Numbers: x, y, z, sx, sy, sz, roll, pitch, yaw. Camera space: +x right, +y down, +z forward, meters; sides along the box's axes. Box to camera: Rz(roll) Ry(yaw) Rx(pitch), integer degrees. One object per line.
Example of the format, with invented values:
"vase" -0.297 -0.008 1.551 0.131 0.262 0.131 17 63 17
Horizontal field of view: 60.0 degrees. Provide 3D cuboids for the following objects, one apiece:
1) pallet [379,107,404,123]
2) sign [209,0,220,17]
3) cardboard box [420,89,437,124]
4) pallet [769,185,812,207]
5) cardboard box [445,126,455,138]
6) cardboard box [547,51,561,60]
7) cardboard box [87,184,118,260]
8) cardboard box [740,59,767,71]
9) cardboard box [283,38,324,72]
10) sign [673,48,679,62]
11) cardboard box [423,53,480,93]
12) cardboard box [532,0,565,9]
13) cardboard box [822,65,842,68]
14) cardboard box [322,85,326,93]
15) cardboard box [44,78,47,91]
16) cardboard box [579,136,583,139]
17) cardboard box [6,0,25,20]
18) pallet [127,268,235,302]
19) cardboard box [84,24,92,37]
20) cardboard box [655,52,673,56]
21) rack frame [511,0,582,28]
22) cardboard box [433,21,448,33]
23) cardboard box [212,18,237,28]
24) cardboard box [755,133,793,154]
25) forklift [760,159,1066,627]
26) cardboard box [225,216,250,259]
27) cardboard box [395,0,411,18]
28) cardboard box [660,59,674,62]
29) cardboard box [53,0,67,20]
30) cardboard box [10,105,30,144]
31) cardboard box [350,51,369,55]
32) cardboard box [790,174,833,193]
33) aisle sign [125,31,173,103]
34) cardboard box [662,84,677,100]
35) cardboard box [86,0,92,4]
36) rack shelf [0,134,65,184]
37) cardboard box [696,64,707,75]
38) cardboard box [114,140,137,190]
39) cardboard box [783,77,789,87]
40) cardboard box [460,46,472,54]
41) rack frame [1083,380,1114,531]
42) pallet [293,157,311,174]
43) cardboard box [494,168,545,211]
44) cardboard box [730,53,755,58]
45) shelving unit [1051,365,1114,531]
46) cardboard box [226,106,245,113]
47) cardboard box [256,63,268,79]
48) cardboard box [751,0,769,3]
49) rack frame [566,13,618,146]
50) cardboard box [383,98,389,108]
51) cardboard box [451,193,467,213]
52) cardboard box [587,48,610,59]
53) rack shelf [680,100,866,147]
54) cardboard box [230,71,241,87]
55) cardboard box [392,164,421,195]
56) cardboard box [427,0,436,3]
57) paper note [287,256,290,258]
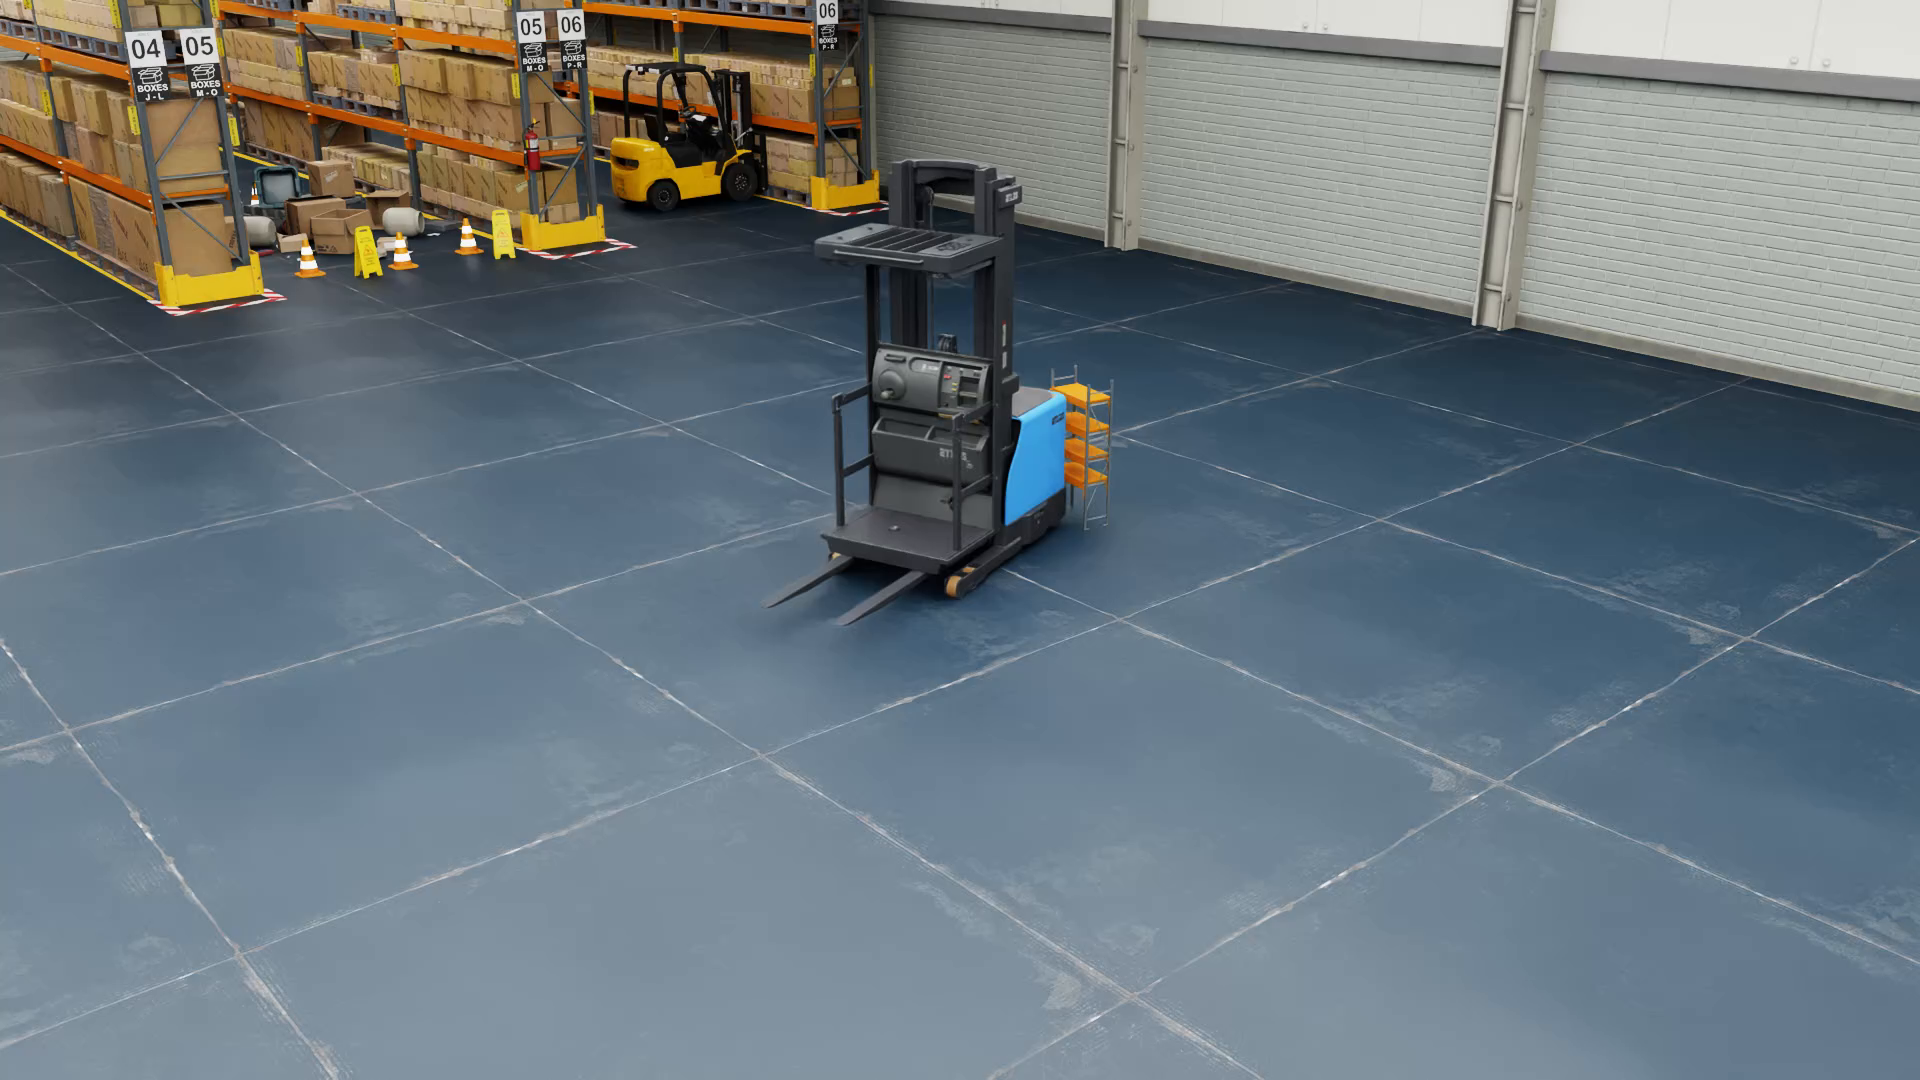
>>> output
"pallet" -8.609 -6.879 26.698 1.003 0.211 1.213 -17 27 -37
"sign" -8.869 -6.382 19.746 0.100 0.325 0.005 -17 27 -37
"cardboard box" -7.799 -6.587 25.143 0.500 0.500 0.500 -18 27 -38
"pallet" -2.382 -5.703 27.256 1.003 0.211 1.213 -17 27 -37
"cardboard box" -7.430 -6.087 24.756 0.380 0.149 0.250 -17 27 -37
"cardboard box" -8.007 -9.351 32.375 0.500 0.250 0.500 -19 28 -40
"cardboard box" -10.956 -4.284 22.147 0.875 0.875 0.875 -17 27 -37
"cardboard box" -3.402 -7.832 27.433 0.380 0.149 0.250 -17 27 -37
"cardboard box" -11.367 -8.421 28.862 0.500 0.500 0.500 -18 28 -39
"sign" -4.867 -8.276 28.522 0.100 0.325 0.005 -17 27 -37
"cardboard box" -7.473 -6.909 24.594 0.700 0.500 0.500 -18 28 -39
"cardboard box" -5.687 -7.415 22.942 0.380 0.149 0.250 -18 27 -38
"cardboard box" -2.035 -7.519 26.635 0.380 0.149 0.250 -16 27 -36
"cardboard box" -10.601 -7.686 28.264 0.380 0.149 0.250 -20 29 -41
"cardboard box" -12.233 -6.164 23.102 0.700 0.500 0.500 -18 28 -38
"cardboard box" -7.512 -8.108 32.423 0.500 0.500 0.500 -16 27 -36
"cardboard box" -12.877 -7.374 23.078 0.500 0.250 0.500 -18 28 -38
"pallet" -9.875 -3.315 21.159 1.003 0.211 1.213 -17 27 -37
"cardboard box" -10.432 -6.226 20.285 0.380 0.149 0.250 -18 28 -38
"cardboard box" -5.321 -8.767 30.228 0.380 0.149 0.250 -18 27 -38
"rack frame" -5.609 -8.411 22.120 1.000 3.000 0.127 -17 27 -37
"cardboard box" -7.428 -7.481 24.202 0.380 0.149 0.250 -18 28 -38
"cardboard box" -13.884 -9.757 31.383 0.380 0.149 0.250 -18 28 -38
"cardboard box" -3.063 -6.511 27.318 0.500 0.250 0.500 -17 27 -37
"forklift" -0.320 -1.133 11.857 1.130 2.935 3.031 12 24 27
"cardboard box" -10.114 -4.169 22.940 0.500 0.500 0.500 -12 25 -28
"cardboard box" -8.141 -8.001 24.985 0.500 0.250 0.500 -18 28 -39
"cardboard box" -5.036 -8.363 29.195 0.380 0.149 0.250 -18 28 -38
"cardboard box" -11.137 -6.744 21.061 0.500 0.250 0.500 -18 28 -38
"cardboard box" -13.440 -6.062 24.212 0.500 0.500 0.500 -18 28 -38
"cardboard box" -9.978 -8.009 28.198 0.500 0.500 0.500 -18 28 -38
"cardboard box" -2.397 -5.770 26.798 0.500 0.250 0.500 -17 27 -37
"aisle sign" -9.474 -5.531 19.427 0.394 0.787 0.004 -17 27 -37
"cardboard box" -4.990 -7.913 29.279 0.500 0.250 0.500 -17 27 -36
"cardboard box" -10.270 -6.528 19.963 0.380 0.149 0.250 -17 27 -37
"rack shelf" -13.210 -5.734 24.497 1.077 0.370 4.000 -17 27 -37
"cardboard box" -4.283 -8.032 28.352 0.380 0.149 0.250 -17 27 -36
"cardboard box" -9.945 -4.720 20.715 0.875 0.550 0.550 -17 27 -37
"cardboard box" -2.602 -7.328 26.554 0.380 0.149 0.250 -17 27 -36
"cardboard box" -10.202 -10.267 34.882 0.500 0.250 0.500 -17 27 -36
"rack frame" 1.082 -0.658 13.018 0.240 1.200 0.015 -13 25 -29
"pallet" -11.289 -6.765 29.967 1.003 0.211 1.213 -17 27 -37
"cardboard box" -6.330 -5.041 23.909 0.500 0.500 0.500 -17 27 -37
"cardboard box" -3.710 -8.227 28.442 0.380 0.149 0.250 -18 28 -38
"shelving unit" 0.955 -0.734 13.212 0.258 1.200 0.503 -13 25 -29
"cardboard box" -14.356 -8.382 33.208 0.875 0.438 0.875 -18 28 -39
"cardboard box" -12.366 -8.485 30.055 0.500 0.250 0.500 -18 28 -39
"cardboard box" -2.918 -8.857 26.521 0.700 0.500 0.500 -17 27 -37
"rack frame" -7.073 -9.011 31.876 1.000 3.000 0.127 -17 27 -37
"cardboard box" -8.924 -6.955 26.397 0.380 0.149 0.250 -18 28 -39
"cardboard box" -7.334 -5.120 25.138 0.500 0.250 0.500 -18 28 -38
"cardboard box" -6.726 -9.063 30.983 0.380 0.149 0.250 -17 27 -36
"rack shelf" -3.157 -7.018 27.775 1.077 0.370 4.000 -17 27 -37
"cardboard box" -13.355 -8.679 31.235 0.500 0.250 0.500 -18 28 -39
"cardboard box" -8.565 -5.839 26.806 0.950 0.372 0.625 -17 27 -37
"cardboard box" -7.553 -7.934 24.265 0.380 0.149 0.250 -19 28 -39
"paper note" -9.268 -3.914 22.962 0.032 0.001 0.123 -4 22 -10
